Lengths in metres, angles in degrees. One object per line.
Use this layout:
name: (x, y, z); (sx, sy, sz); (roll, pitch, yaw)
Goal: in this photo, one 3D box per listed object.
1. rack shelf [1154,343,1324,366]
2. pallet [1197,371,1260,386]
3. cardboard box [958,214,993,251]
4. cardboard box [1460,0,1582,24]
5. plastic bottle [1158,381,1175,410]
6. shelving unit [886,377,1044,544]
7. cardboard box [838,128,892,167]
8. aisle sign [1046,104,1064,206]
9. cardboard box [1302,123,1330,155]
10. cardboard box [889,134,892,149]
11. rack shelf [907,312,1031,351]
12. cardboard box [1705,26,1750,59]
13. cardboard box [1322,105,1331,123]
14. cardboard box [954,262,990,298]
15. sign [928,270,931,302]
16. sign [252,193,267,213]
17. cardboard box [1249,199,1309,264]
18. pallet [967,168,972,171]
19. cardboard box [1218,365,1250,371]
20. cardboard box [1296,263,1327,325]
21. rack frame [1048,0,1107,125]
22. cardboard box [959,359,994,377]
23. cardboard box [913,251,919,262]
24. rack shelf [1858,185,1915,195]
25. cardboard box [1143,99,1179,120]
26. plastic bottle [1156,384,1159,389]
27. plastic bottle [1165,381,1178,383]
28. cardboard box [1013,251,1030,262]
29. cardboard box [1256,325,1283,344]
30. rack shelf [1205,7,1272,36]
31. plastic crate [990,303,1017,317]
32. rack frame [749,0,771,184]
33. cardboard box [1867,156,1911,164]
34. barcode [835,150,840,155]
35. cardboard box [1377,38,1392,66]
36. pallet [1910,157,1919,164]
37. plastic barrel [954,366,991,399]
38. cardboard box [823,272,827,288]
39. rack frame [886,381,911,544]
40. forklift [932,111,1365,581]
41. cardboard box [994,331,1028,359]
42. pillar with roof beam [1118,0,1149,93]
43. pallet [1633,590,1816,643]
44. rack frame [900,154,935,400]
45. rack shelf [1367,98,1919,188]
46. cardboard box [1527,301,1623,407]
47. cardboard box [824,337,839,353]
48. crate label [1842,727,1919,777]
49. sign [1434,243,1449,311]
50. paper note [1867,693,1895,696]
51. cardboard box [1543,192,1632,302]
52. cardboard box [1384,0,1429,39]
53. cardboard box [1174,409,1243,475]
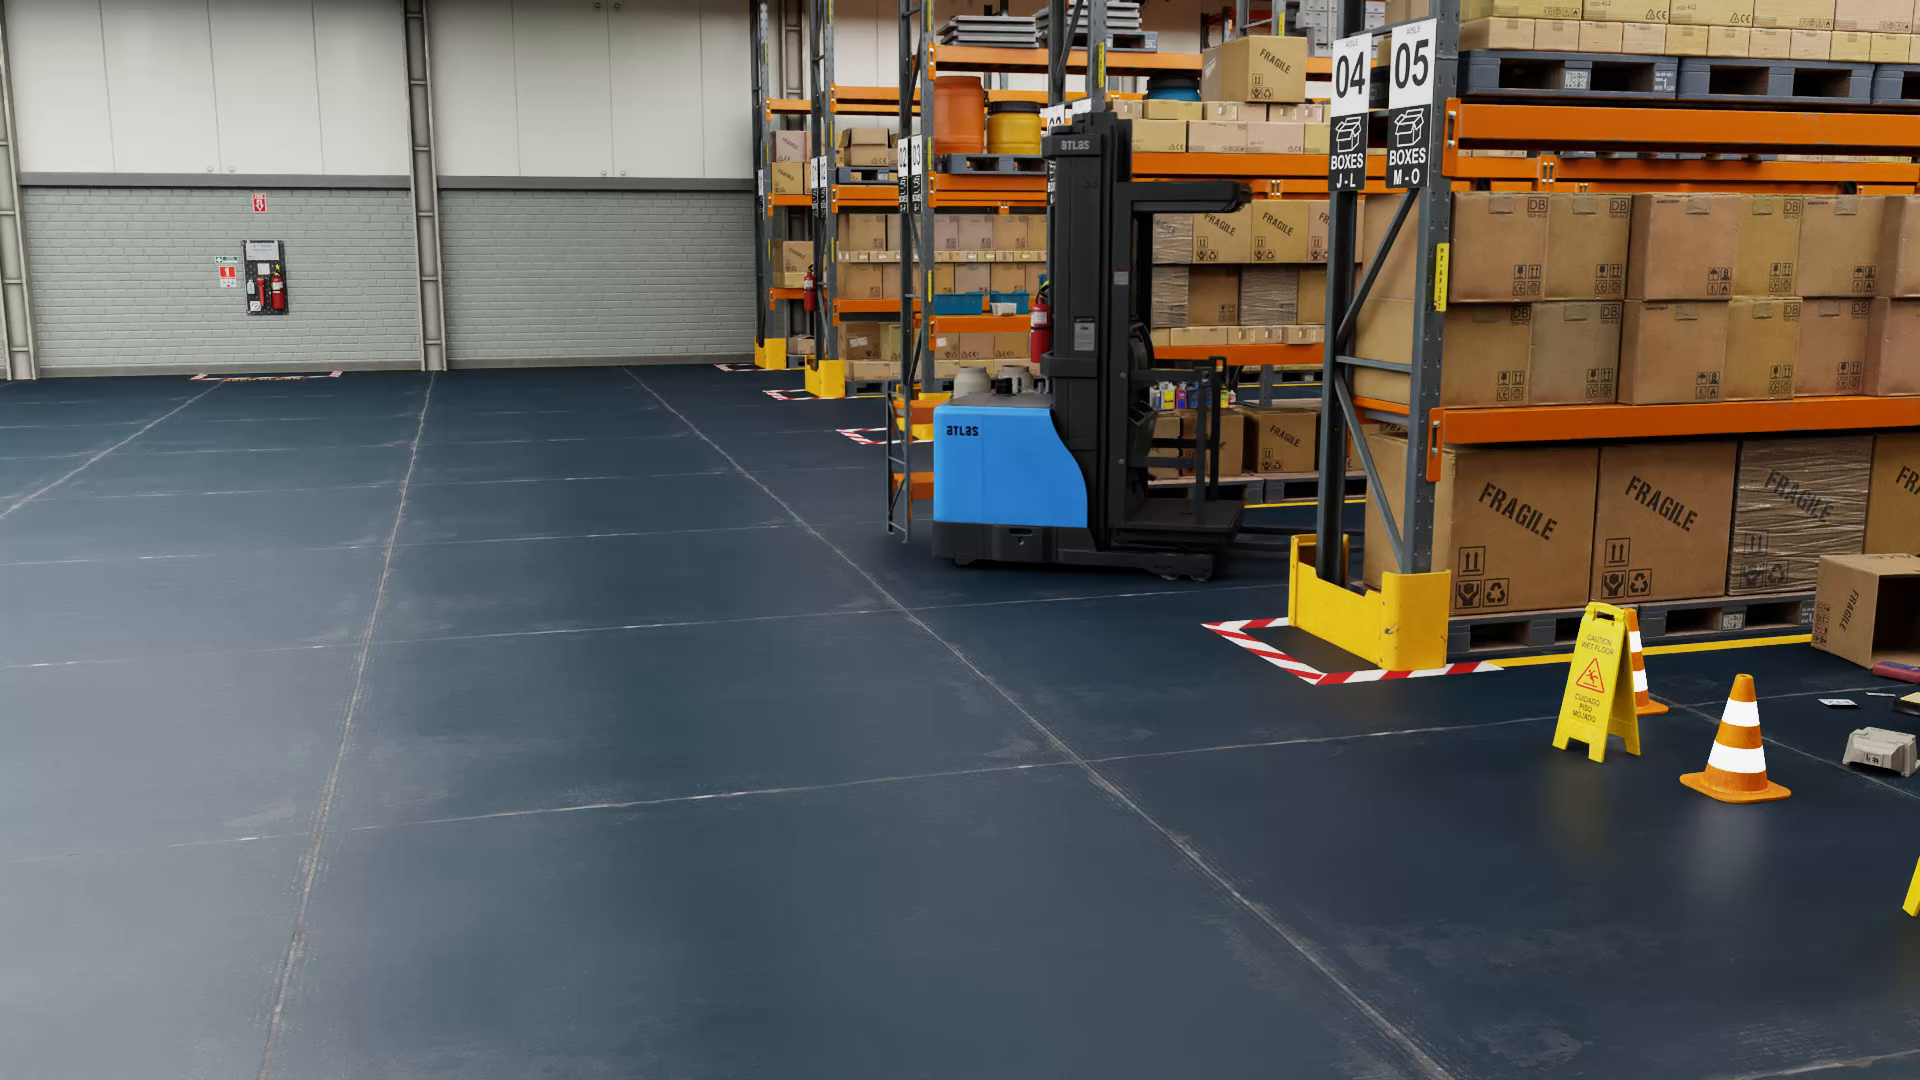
rack shelf: (2.835, -1.531, 14.066); (4.000, 0.370, 1.077); (-3, 11, -16)
pallet: (3.860, -2.444, 24.737); (1.213, 0.211, 1.003); (-3, 11, -16)
cardboard box: (0.120, -4.296, 23.238); (0.500, 0.500, 0.700); (-3, 11, -16)
cardboard box: (2.739, -2.700, 8.298); (0.500, 0.250, 0.500); (-3, 11, -16)
plastic bottle: (2.339, -1.652, 18.837); (0.185, 0.351, 0.144); (-3, 11, -16)
shelving unit: (0.034, -0.599, 12.193); (1.048, 1.125, 0.538); (-4, 11, -19)
cardboard box: (-1.298, -5.336, 22.629); (0.637, 0.503, 0.797); (-2, 11, -12)
aisle sign: (0.771, -3.111, 13.482); (0.004, 0.787, 0.394); (-3, 11, -16)
cardboard box: (2.918, -3.243, 13.510); (0.500, 0.250, 0.500); (-3, 11, -14)
cardboard box: (-1.412, -6.535, 27.882); (0.500, 0.500, 0.500); (-3, 11, -16)
rack shelf: (1.451, -2.392, 18.743); (4.000, 0.370, 1.077); (-3, 11, -16)
cardboard box: (3.835, -2.549, 8.582); (0.250, 0.149, 0.380); (-3, 11, -16)
cardboard box: (2.977, -3.451, 13.537); (0.250, 0.149, 0.380); (-3, 11, -18)
cardboard box: (0.087, -3.655, 23.342); (0.500, 0.500, 0.700); (-3, 11, -14)
sign: (-0.320, -2.685, 17.582); (0.005, 0.325, 0.100); (-3, 11, -16)
sign: (-10.988, -5.288, 26.082); (0.199, 0.298, 0.001); (-3, 11, -16)
cardboard box: (2.481, -2.501, 13.488); (0.500, 0.500, 0.500); (-3, 11, -16)
pallet: (0.009, -5.031, 23.052); (1.213, 0.211, 1.003); (-3, 11, -16)
cardboard box: (3.923, -2.618, 24.417); (0.500, 0.250, 0.500); (-3, 11, -15)
cardboard box: (2.873, -2.090, 14.014); (0.500, 0.500, 0.875); (-3, 11, -16)
rack frame: (0.915, -4.734, 12.908); (0.127, 3.000, 1.000); (-3, 11, -16)
cardboard box: (0.167, -2.424, 23.366); (0.500, 0.250, 0.500); (-3, 11, -16)
cardboard box: (-0.678, -3.895, 22.853); (0.250, 0.149, 0.380); (-3, 11, -17)
rack shelf: (12.972, -4.475, 21.770); (4.000, 0.370, 1.077); (-3, 11, -16)
cardboard box: (1.520, -3.351, 12.994); (0.250, 0.149, 0.380); (-3, 11, -15)
plastic bottle: (2.286, -1.635, 18.933); (0.133, 0.283, 0.061); (-3, 11, -16)
plastic bottle: (2.480, -1.792, 19.598); (0.185, 0.351, 0.144); (-3, 11, -14)
cardboard box: (0.811, -3.975, 23.283); (0.250, 0.149, 0.380); (-3, 11, -16)
cardboard box: (2.453, -1.698, 13.677); (0.250, 0.149, 0.380); (-3, 11, -16)
rack shelf: (6.363, -9.104, 29.453); (4.000, 0.370, 1.077); (-3, 11, -16)
plastic crate: (0.480, -2.504, 18.094); (0.250, 0.136, 0.298); (-3, 11, -16)
rack frame: (-3.239, -7.317, 26.940); (0.127, 3.000, 1.000); (-3, 11, -16)
cardboard box: (8.208, -3.523, 15.030); (0.500, 0.250, 0.500); (-3, 11, -16)
barcode: (-1.696, -5.366, 23.021); (0.075, 0.075, 0.001); (-3, 11, -16)
cardboard box: (2.429, -2.600, 8.855); (0.250, 0.149, 0.380); (-3, 11, -16)
pallet: (9.199, -3.613, 15.623); (1.003, 0.211, 1.213); (-2, 11, -13)
plastic barrel: (0.141, -1.674, 18.569); (0.421, 0.512, 0.421); (0, 10, 0)
cardboard box: (-2.187, -4.301, 27.486); (0.500, 0.250, 0.500); (-3, 11, -18)
rack frame: (-0.447, -0.569, 12.030); (0.032, 1.125, 0.500); (-4, 11, -19)
forklift: (1.385, -1.285, 10.931); (3.031, 2.935, 1.130); (3, 11, 14)
cardboard box: (0.644, -2.821, 23.448); (0.500, 0.500, 0.500); (-3, 11, -16)
pillar with roof beam: (4.156, -7.059, 25.533); (0.548, 9.000, 9.100); (-3, 11, -16)
pallet: (4.119, 0.340, 9.618); (1.213, 0.211, 1.003); (-3, 11, -16)
rack frame: (-0.470, -2.645, 18.128); (0.127, 3.000, 1.000); (-3, 11, -16)
rack shelf: (4.124, -2.139, 9.083); (4.000, 0.370, 1.077); (-3, 11, -16)
cardboard box: (3.070, -1.049, 9.043); (0.550, 0.550, 0.875); (-3, 11, -16)
cardboard box: (-2.002, -3.309, 27.949); (0.500, 0.311, 0.500); (-2, 11, -11)
crate label: (3.838, 0.874, 6.918); (0.250, 0.136, 0.298); (10, 14, 43)
sign: (2.353, -1.284, 8.129); (0.005, 0.325, 0.100); (-3, 11, -16)
paper note: (4.425, 0.742, 7.987); (0.123, 0.001, 0.032); (3, 11, 14)
cardboard box: (3.073, -1.577, 8.932); (0.550, 0.550, 0.875); (-3, 11, -16)
cardboard box: (2.596, -2.793, 8.806); (0.500, 0.250, 0.500); (-3, 11, -15)
cardboard box: (2.083, -0.826, 13.992); (0.500, 0.500, 0.500); (0, 10, -1)
